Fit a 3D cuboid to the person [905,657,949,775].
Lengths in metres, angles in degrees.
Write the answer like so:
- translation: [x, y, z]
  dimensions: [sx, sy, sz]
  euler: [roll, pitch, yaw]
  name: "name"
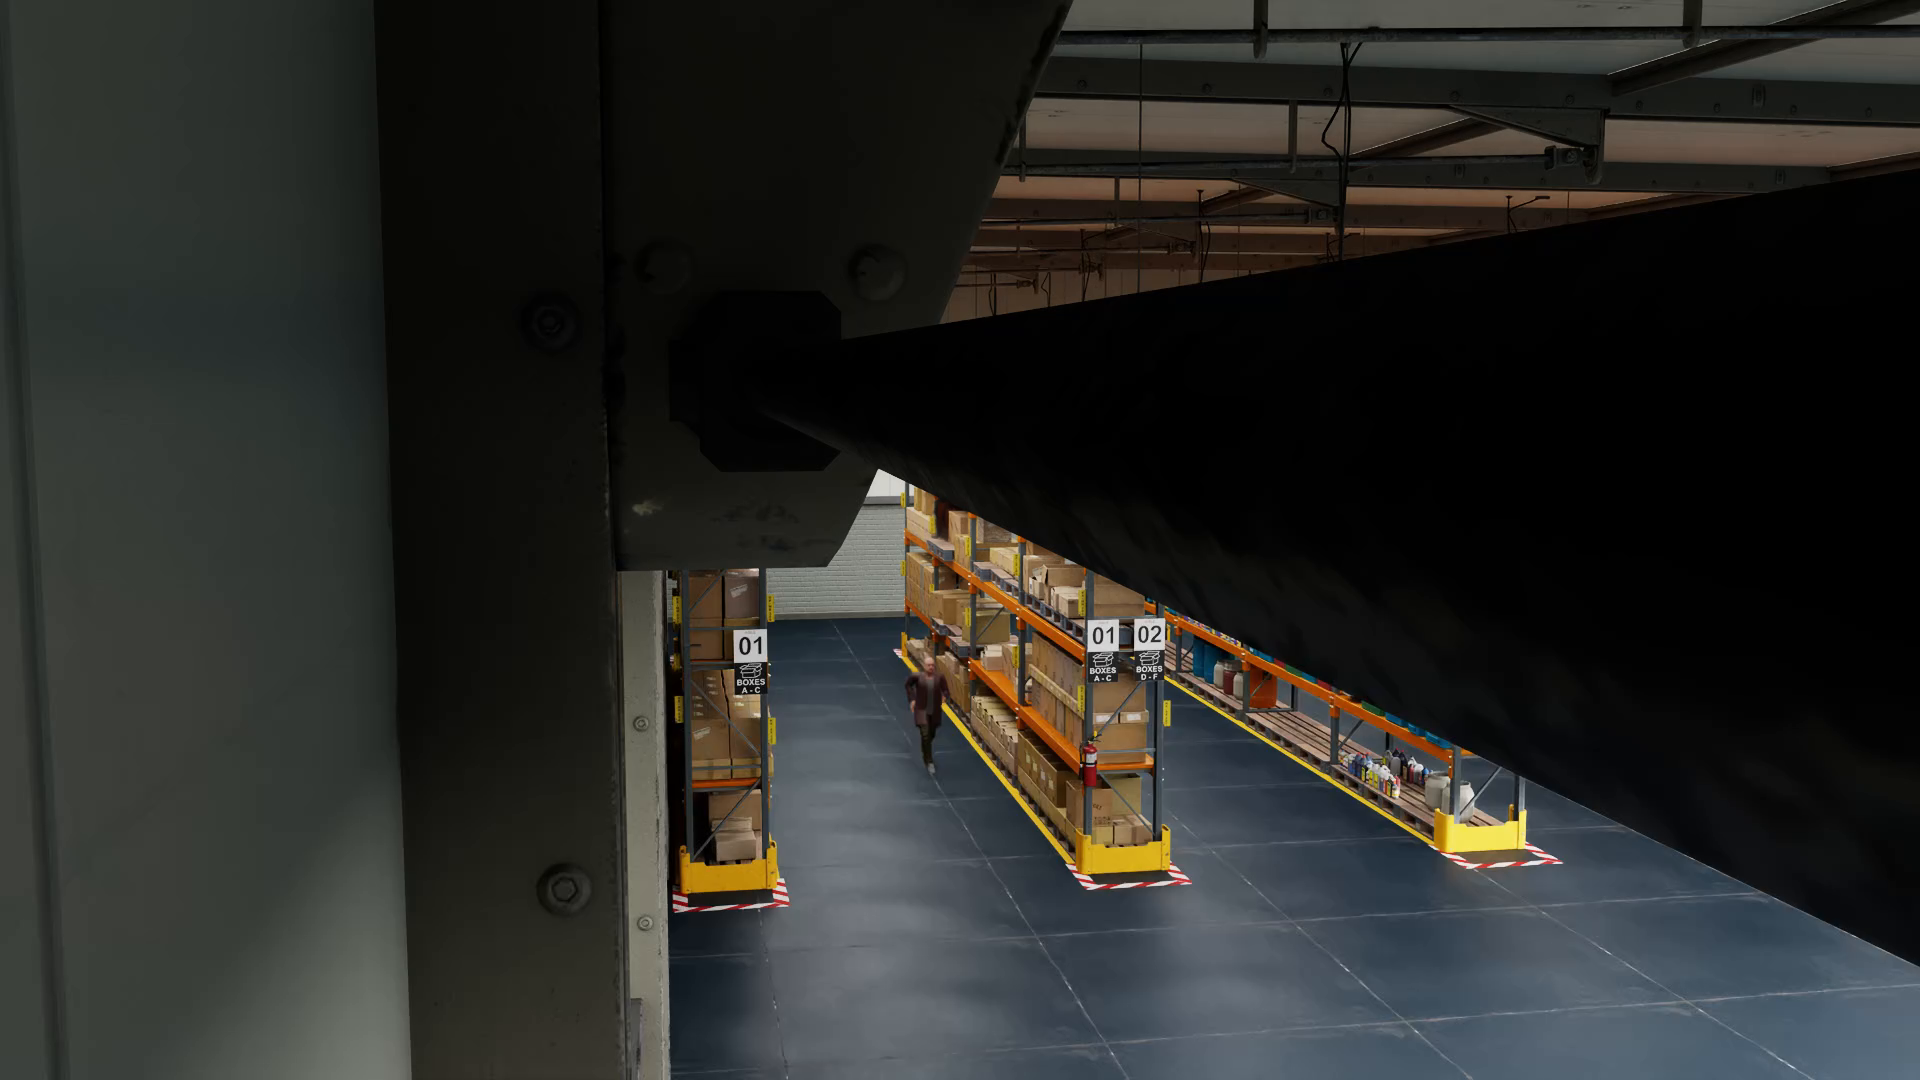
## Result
- translation: [-0.512, 2.721, 26.304]
  dimensions: [0.662, 1.792, 1.050]
  euler: [-2, 6, -16]
  name: "person"
